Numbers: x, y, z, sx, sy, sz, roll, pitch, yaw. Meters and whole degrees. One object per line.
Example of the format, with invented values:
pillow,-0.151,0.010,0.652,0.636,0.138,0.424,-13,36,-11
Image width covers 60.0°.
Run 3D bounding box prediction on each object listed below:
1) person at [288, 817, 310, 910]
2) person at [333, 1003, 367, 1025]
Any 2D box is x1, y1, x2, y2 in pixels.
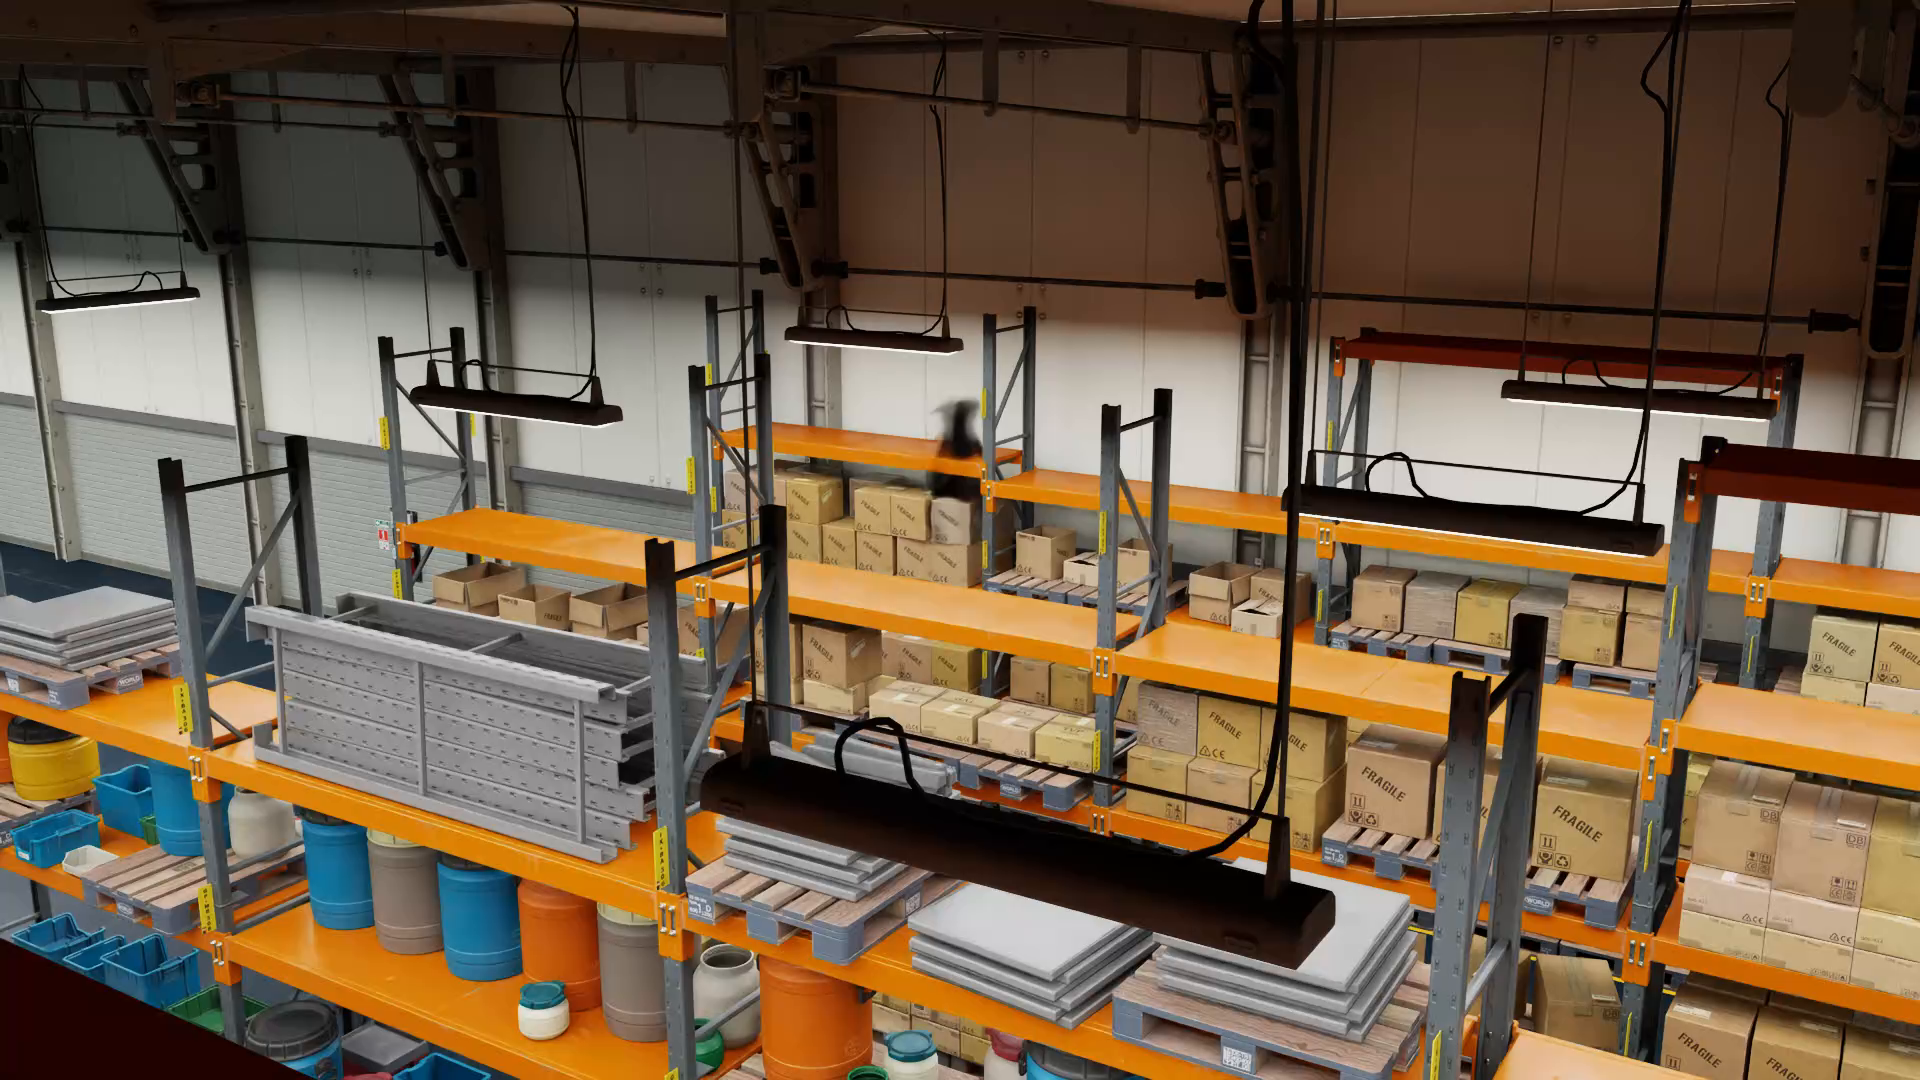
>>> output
person,-6.488,3.263,16.496,0.640,1.717,0.785,9,17,33
person,-5.090,3.947,14.038,0.767,1.619,0.552,10,17,36
